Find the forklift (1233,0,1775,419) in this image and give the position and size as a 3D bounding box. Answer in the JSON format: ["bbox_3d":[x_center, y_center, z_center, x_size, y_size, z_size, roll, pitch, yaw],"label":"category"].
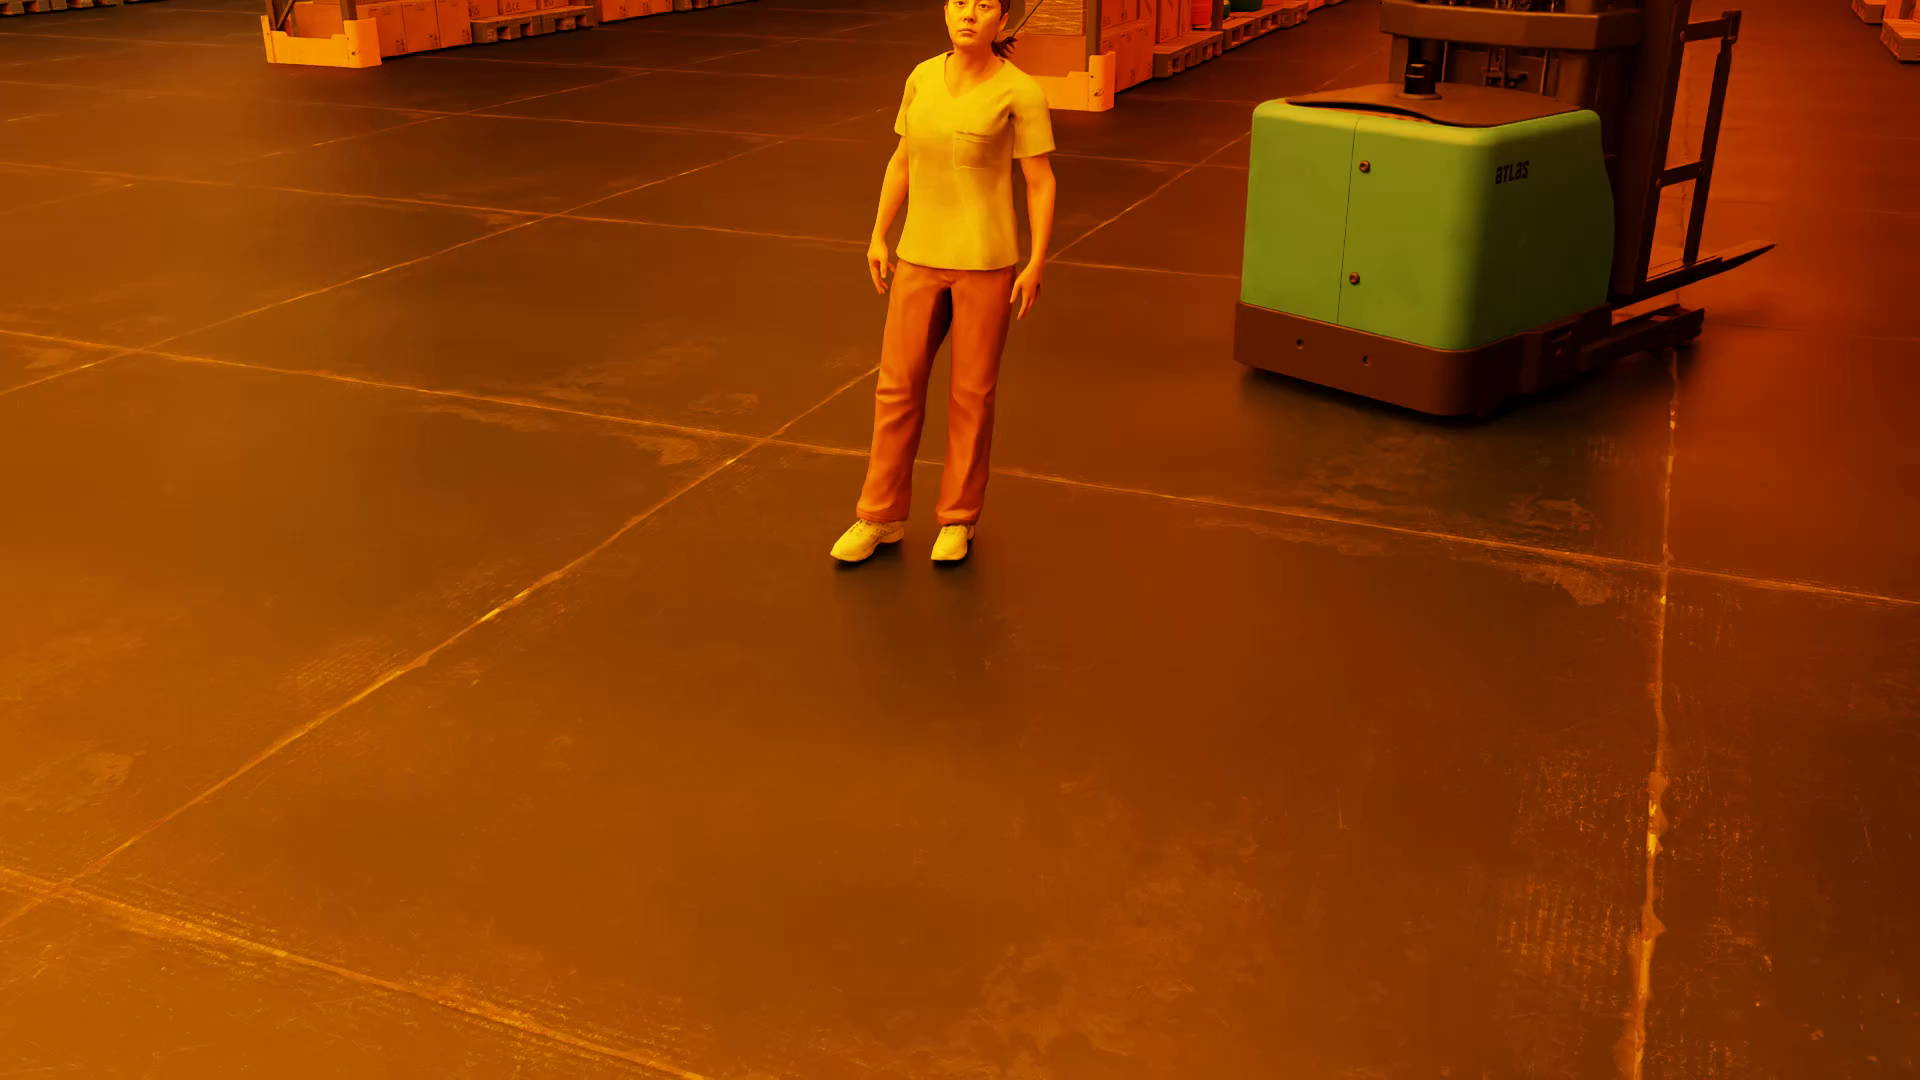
[{"bbox_3d":[2.519,-2.256,6.690,3.031,2.935,1.130,-19,29,-38],"label":"forklift"}]

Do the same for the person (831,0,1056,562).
[{"bbox_3d":[-0.038,-0.755,4.708,0.555,1.675,0.549,9,24,21],"label":"person"}]
